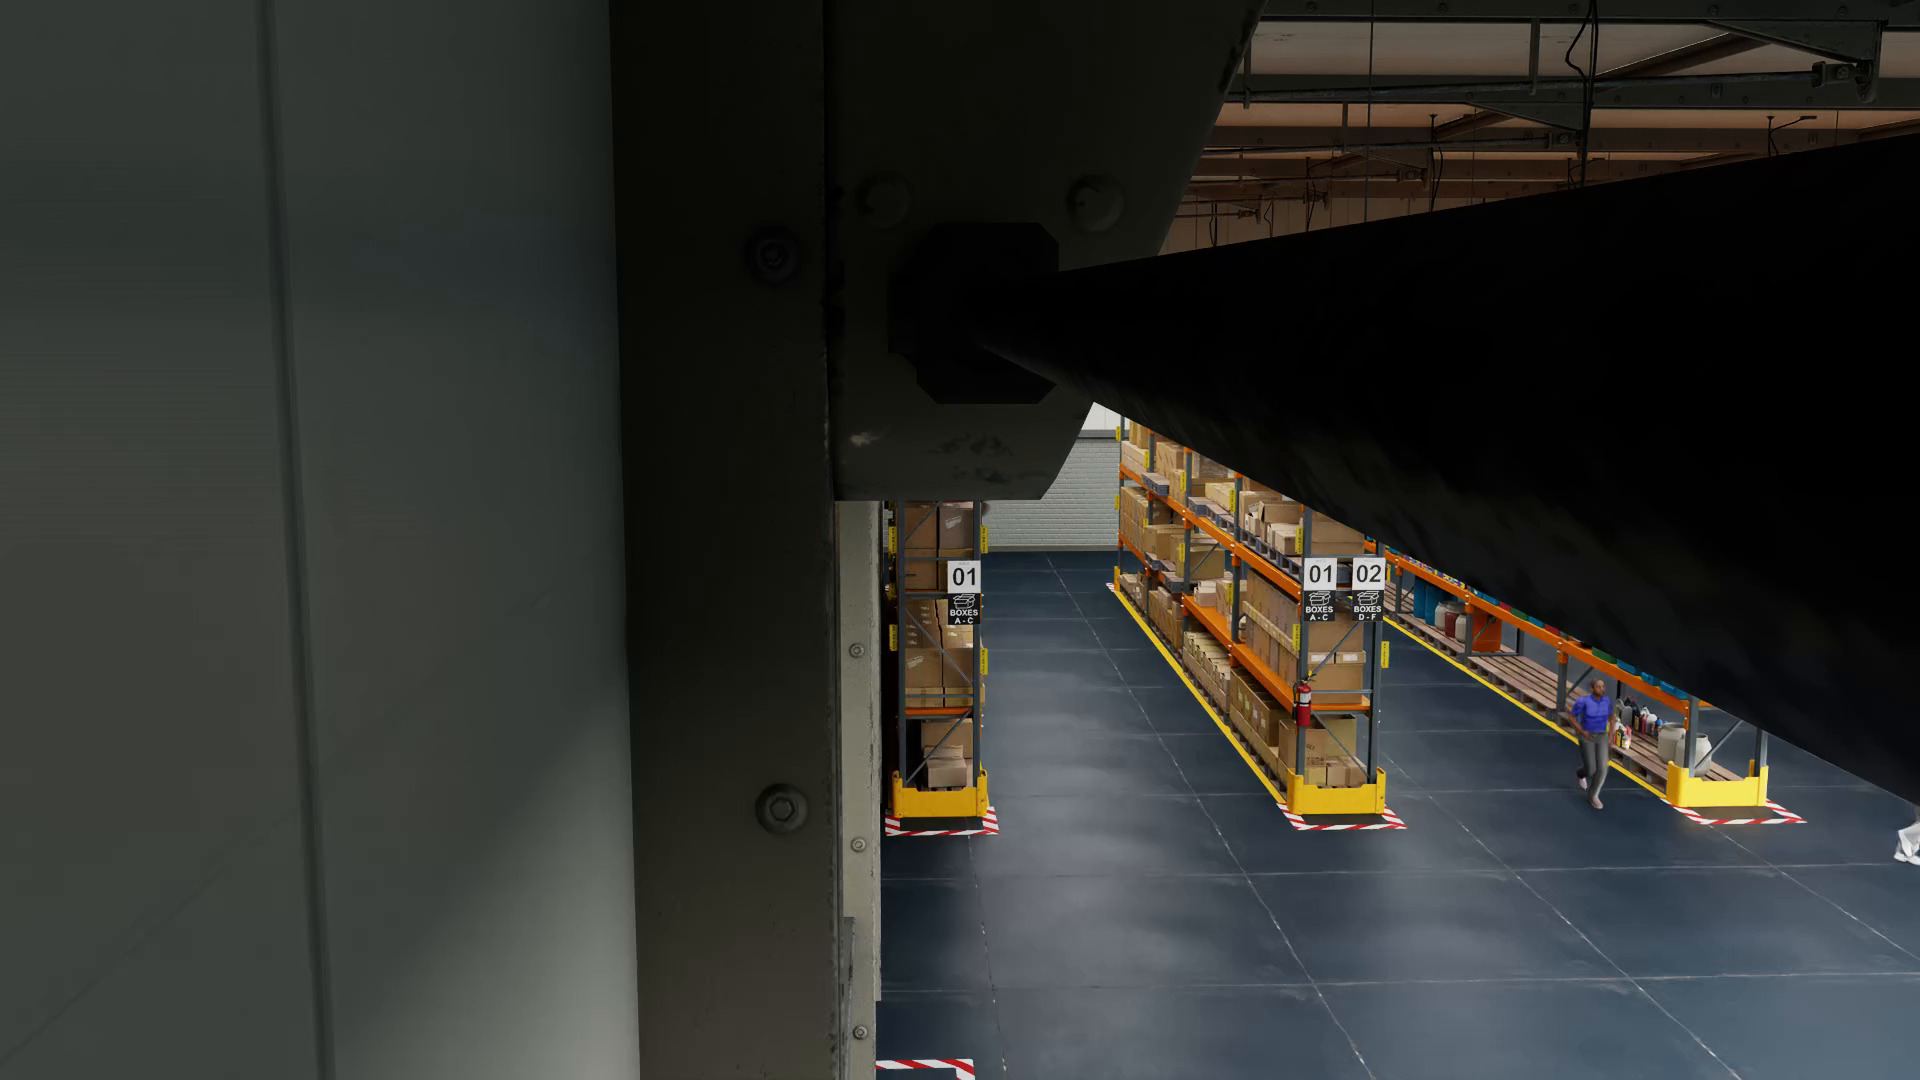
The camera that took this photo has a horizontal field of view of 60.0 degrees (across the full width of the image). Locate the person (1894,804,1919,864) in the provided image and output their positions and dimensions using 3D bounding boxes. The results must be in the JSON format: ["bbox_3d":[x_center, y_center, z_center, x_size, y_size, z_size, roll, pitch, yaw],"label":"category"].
[{"bbox_3d":[10.897,2.845,18.727,0.539,1.627,0.569,5,10,30],"label":"person"}]

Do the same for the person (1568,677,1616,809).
[{"bbox_3d":[7.999,2.531,21.035,0.612,1.633,0.598,0,8,-1],"label":"person"}]
